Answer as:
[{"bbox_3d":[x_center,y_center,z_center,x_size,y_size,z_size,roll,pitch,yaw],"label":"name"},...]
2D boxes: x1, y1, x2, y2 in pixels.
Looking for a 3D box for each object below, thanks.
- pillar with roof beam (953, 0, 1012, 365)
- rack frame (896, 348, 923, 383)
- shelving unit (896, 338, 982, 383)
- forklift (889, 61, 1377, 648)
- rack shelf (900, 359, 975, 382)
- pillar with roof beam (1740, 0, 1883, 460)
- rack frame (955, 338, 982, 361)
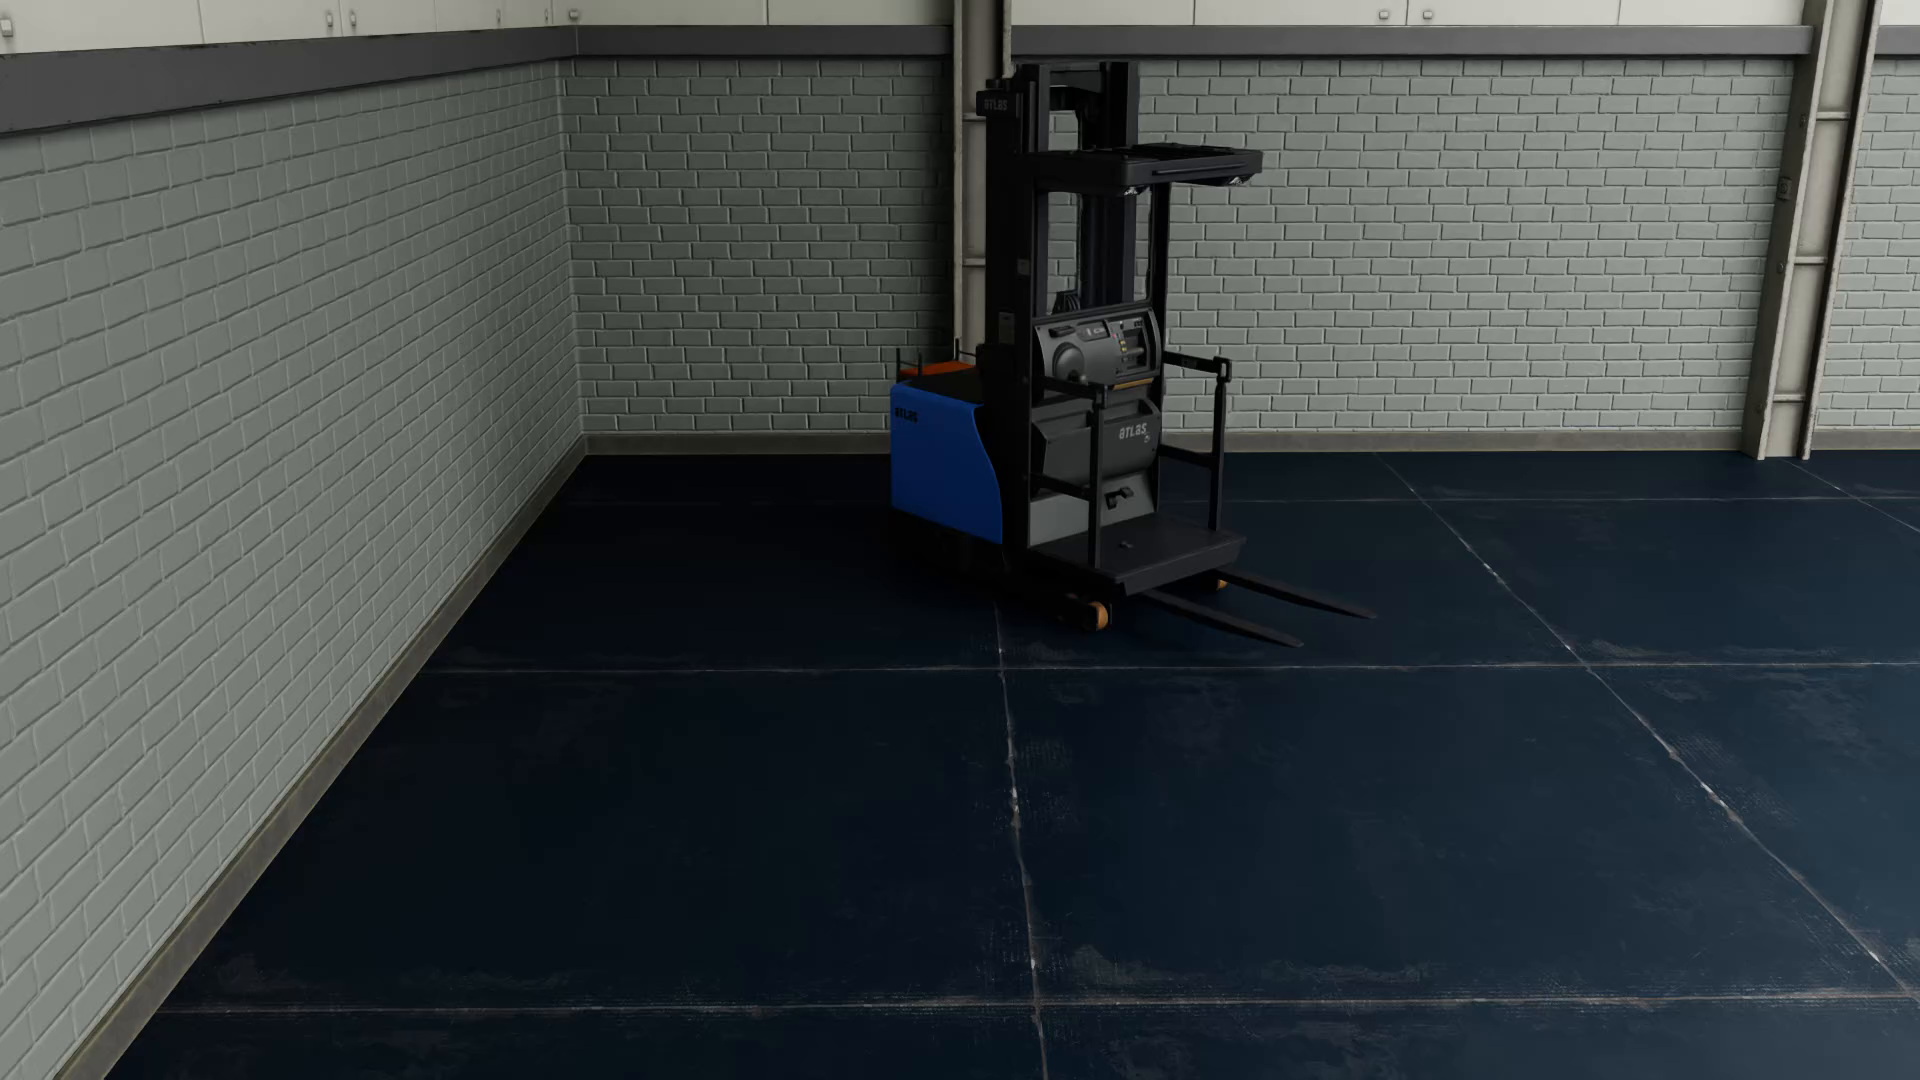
[{"bbox_3d":[0.218,-3.590,7.007,0.400,9.000,9.100,0,18,-1],"label":"pillar with roof beam"},{"bbox_3d":[-0.313,-0.596,10.440,0.015,1.200,0.240,-15,23,-39],"label":"rack frame"},{"bbox_3d":[-0.129,-0.645,10.593,0.503,1.200,0.258,-15,23,-39],"label":"shelving unit"},{"bbox_3d":[0.912,-1.072,9.092,1.130,2.935,3.031,-15,23,-39],"label":"forklift"},{"bbox_3d":[-0.129,-1.019,10.473,0.480,0.148,0.258,-15,23,-39],"label":"rack shelf"},{"bbox_3d":[6.217,-3.619,7.097,0.400,9.000,9.100,0,18,-1],"label":"pillar with roof beam"},{"bbox_3d":[0.054,-0.694,10.746,0.015,1.200,0.240,-15,23,-39],"label":"rack frame"}]
